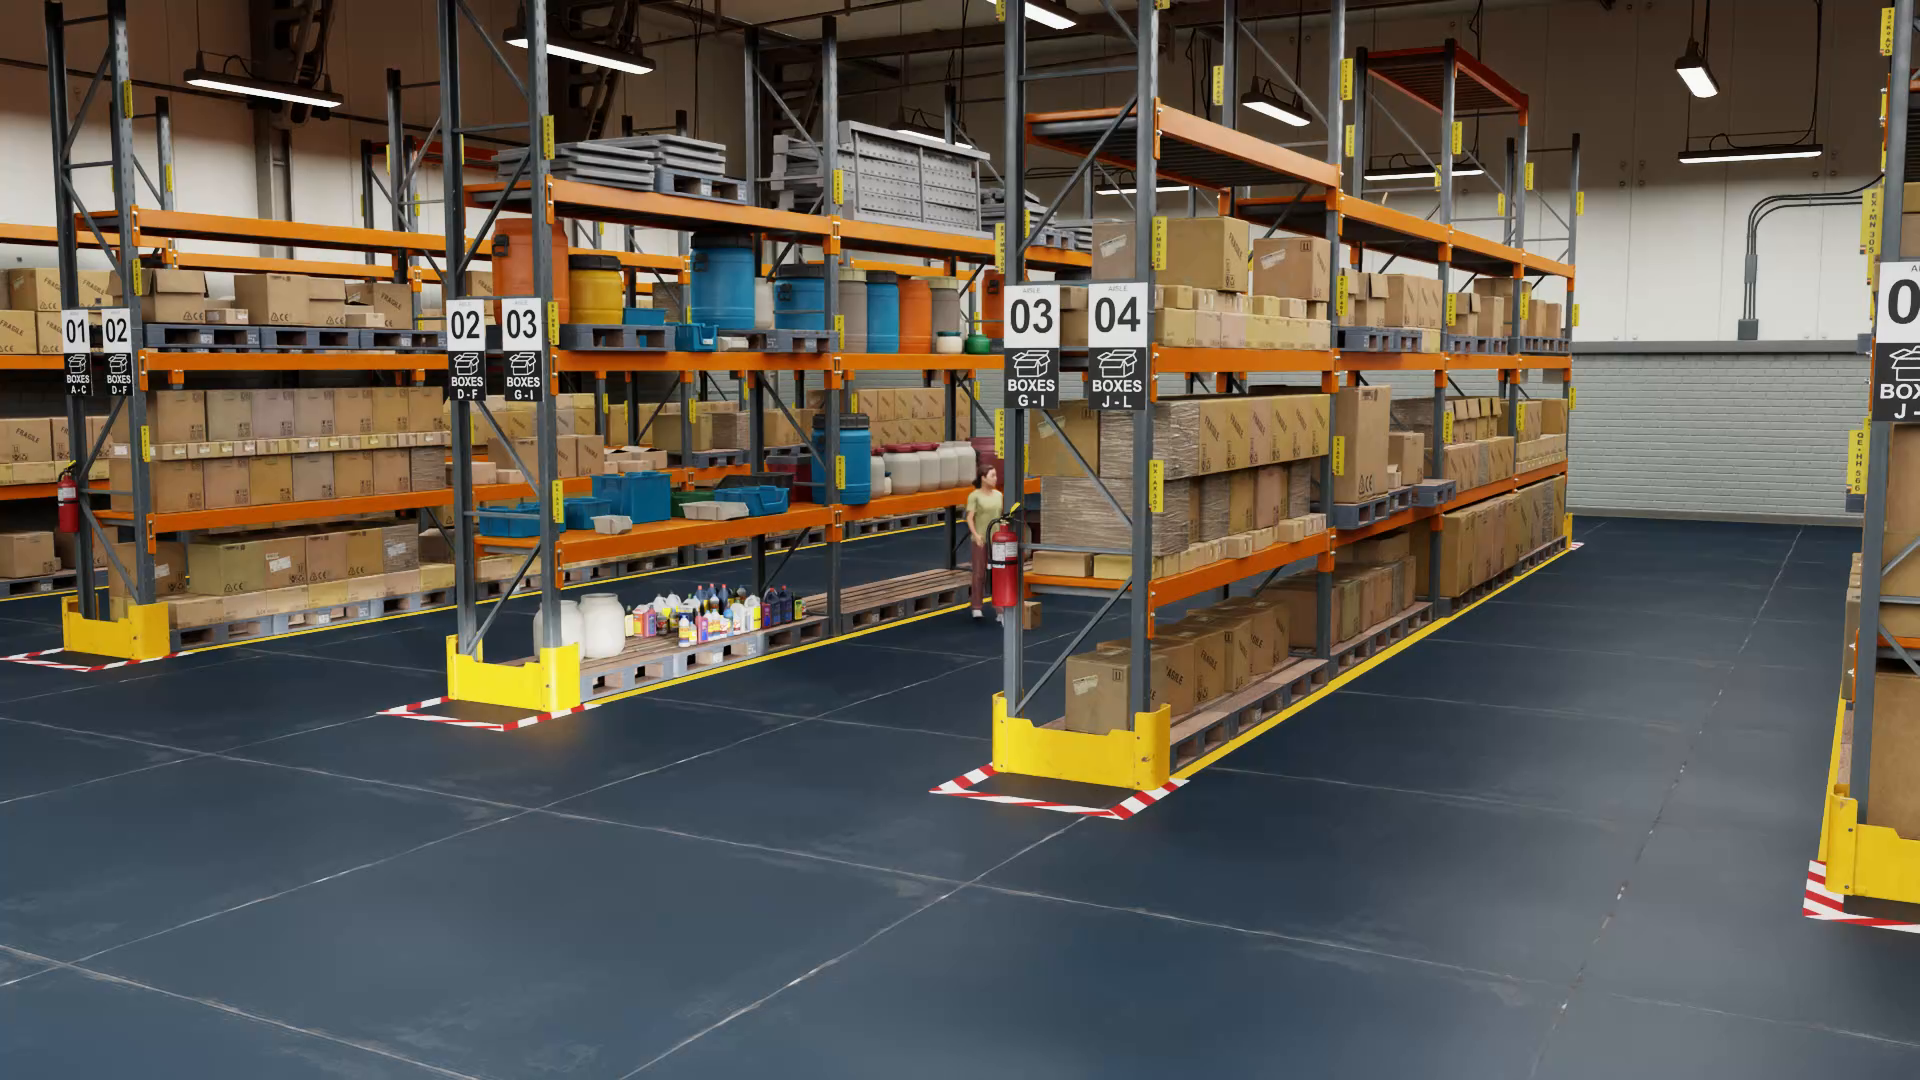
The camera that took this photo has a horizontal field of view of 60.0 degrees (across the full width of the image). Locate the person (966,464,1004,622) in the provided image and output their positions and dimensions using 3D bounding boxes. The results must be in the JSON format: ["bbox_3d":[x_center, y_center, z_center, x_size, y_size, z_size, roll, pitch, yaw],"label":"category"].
[{"bbox_3d":[0.316,0.031,17.307,0.482,1.628,0.885,-2,7,-22],"label":"person"}]
